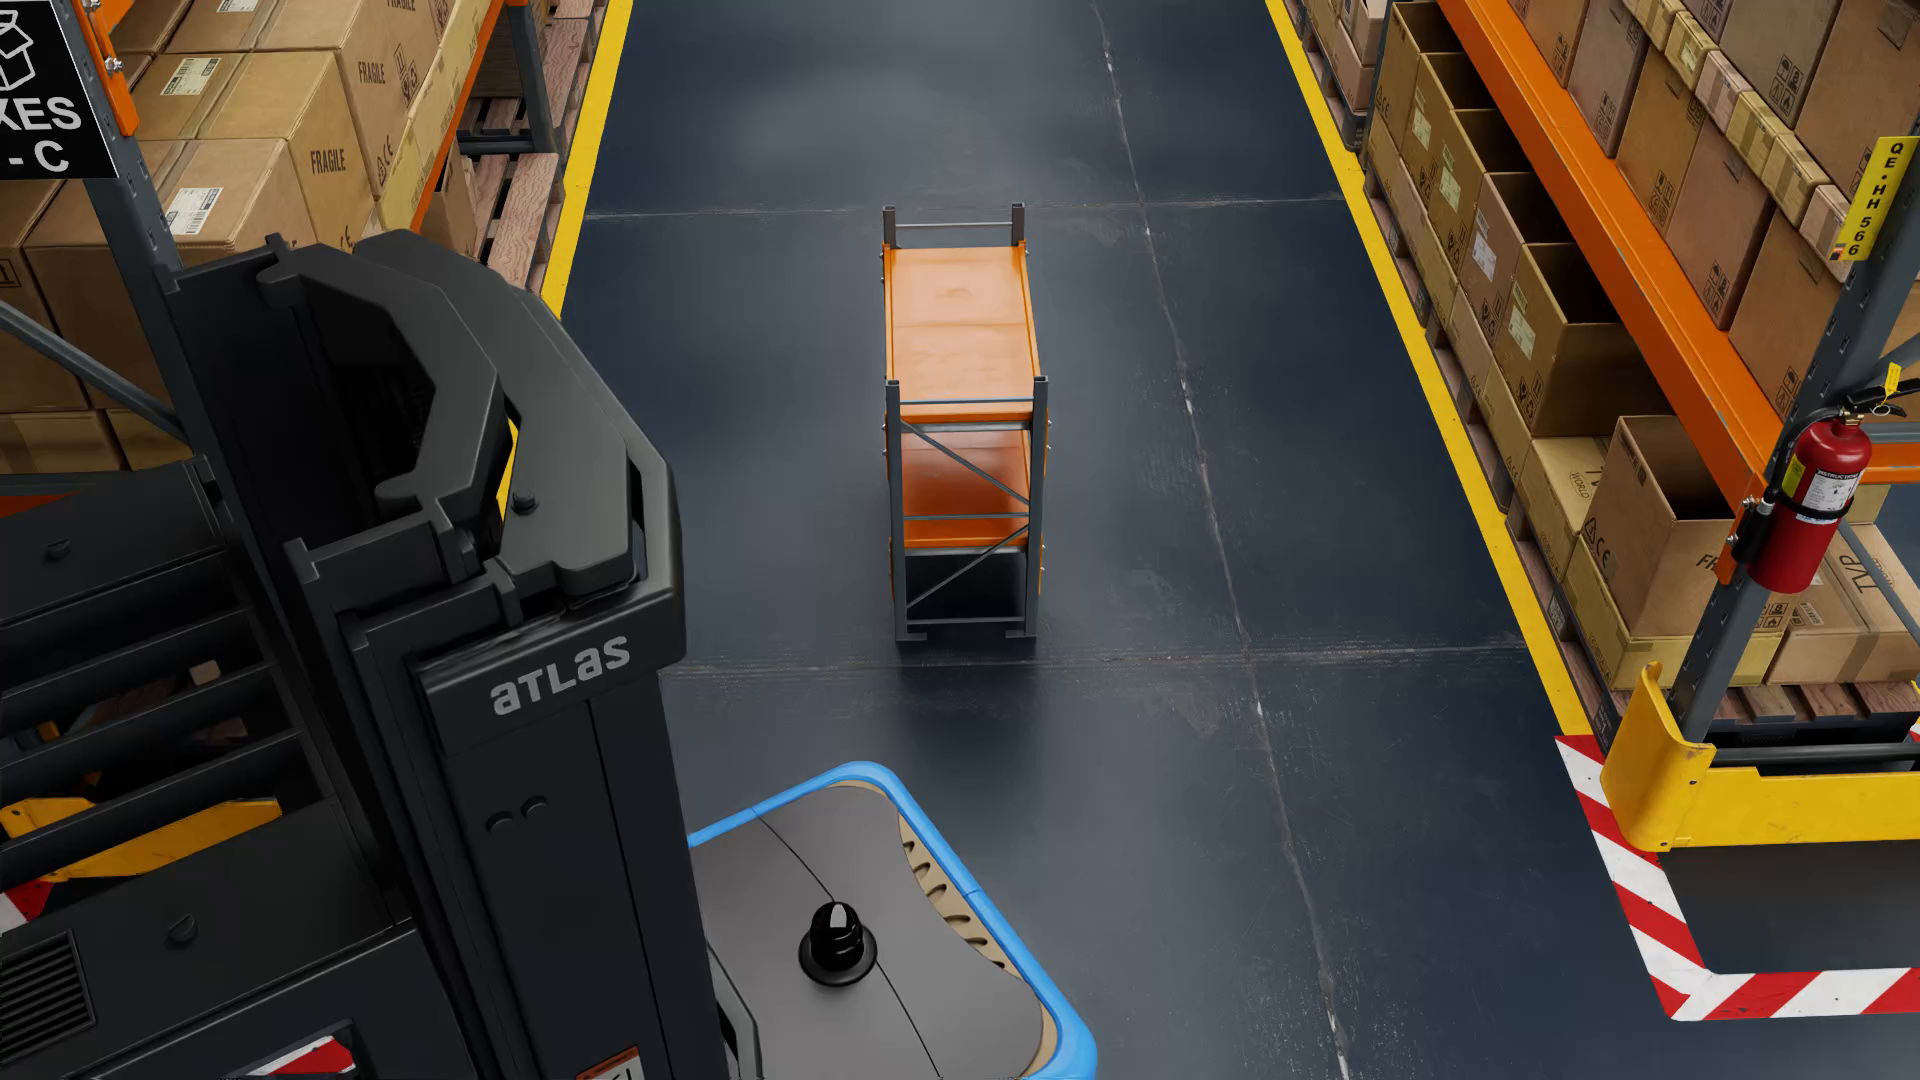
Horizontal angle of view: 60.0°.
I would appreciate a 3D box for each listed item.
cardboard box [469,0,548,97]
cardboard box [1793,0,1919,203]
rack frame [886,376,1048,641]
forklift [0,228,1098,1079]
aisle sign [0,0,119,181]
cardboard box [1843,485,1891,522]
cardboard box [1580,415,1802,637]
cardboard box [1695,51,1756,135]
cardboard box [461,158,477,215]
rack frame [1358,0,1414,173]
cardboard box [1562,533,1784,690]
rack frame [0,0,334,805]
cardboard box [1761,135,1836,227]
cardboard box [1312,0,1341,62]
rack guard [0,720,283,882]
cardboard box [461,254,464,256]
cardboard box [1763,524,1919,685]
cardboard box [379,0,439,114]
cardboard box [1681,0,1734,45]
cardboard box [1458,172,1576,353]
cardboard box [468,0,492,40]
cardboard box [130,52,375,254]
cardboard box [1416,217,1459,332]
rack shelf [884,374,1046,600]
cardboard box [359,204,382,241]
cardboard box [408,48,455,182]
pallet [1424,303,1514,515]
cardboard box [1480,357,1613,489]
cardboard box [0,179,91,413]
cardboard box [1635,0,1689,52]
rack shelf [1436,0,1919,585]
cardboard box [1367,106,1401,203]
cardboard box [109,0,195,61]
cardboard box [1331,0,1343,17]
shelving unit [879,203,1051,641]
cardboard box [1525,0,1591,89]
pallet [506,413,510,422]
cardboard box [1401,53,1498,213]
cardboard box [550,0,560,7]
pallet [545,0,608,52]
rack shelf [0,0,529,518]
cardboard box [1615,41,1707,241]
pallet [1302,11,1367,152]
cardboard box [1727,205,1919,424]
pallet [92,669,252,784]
[{"bbox_3d":[-2.503,-2.573,8.361,0.700,0.500,0.500,0,43,0],"label":"cardboard box"},{"bbox_3d":[2.655,-1.146,4.247,0.700,0.500,0.500,-1,43,-2],"label":"cardboard box"},{"bbox_3d":[0.021,-0.076,5.500,0.500,1.125,0.032,-2,43,-2],"label":"rack frame"},{"bbox_3d":[-1.215,1.033,2.954,3.031,2.935,1.130,-23,47,-23],"label":"forklift"},{"bbox_3d":[-1.982,-1.054,3.256,0.394,0.787,0.004,-2,43,-2],"label":"aisle sign"},{"bbox_3d":[2.840,-0.404,5.640,0.500,0.500,0.500,-2,43,-2],"label":"cardboard box"},{"bbox_3d":[2.344,-0.051,5.255,0.500,0.500,0.500,-2,43,-2],"label":"cardboard box"},{"bbox_3d":[2.426,-1.328,4.925,0.380,0.149,0.250,-1,43,-1],"label":"cardboard box"},{"bbox_3d":[-2.402,-1.593,7.539,0.380,0.166,0.250,-7,43,-7],"label":"cardboard box"},{"bbox_3d":[2.494,-2.980,7.282,1.000,3.000,0.127,-2,43,-2],"label":"rack frame"},{"bbox_3d":[2.346,0.225,5.509,0.500,0.250,0.500,-2,43,-2],"label":"cardboard box"},{"bbox_3d":[-2.285,-0.135,4.178,1.000,3.000,0.127,-2,43,-2],"label":"rack frame"},{"bbox_3d":[2.445,-0.985,4.551,0.380,0.149,0.250,-1,43,-1],"label":"cardboard box"},{"bbox_3d":[2.167,-2.735,8.738,0.500,0.250,0.500,-2,43,-2],"label":"cardboard box"},{"bbox_3d":[-2.288,0.735,5.078,1.175,0.500,0.348,-2,43,-2],"label":"rack guard"},{"bbox_3d":[-2.230,-0.727,6.348,0.700,0.500,0.500,-4,43,-4],"label":"cardboard box"},{"bbox_3d":[2.864,0.210,5.525,0.500,0.250,0.500,-2,43,-2],"label":"cardboard box"},{"bbox_3d":[-2.065,-1.726,5.454,0.500,0.500,0.500,0,43,0],"label":"cardboard box"},{"bbox_3d":[2.605,-1.842,5.005,0.700,0.500,0.500,-1,43,-2],"label":"cardboard box"},{"bbox_3d":[2.267,-1.063,6.359,0.500,0.500,0.500,-2,43,-2],"label":"cardboard box"},{"bbox_3d":[-2.119,-2.140,6.461,0.500,0.250,0.500,-1,43,-2],"label":"cardboard box"},{"bbox_3d":[-2.016,-1.029,4.694,0.500,0.500,0.500,-2,43,-2],"label":"cardboard box"},{"bbox_3d":[2.243,-1.124,6.981,0.500,0.250,0.500,-2,43,-2],"label":"cardboard box"},{"bbox_3d":[0.000,-0.239,6.040,0.538,0.278,1.000,-2,43,-2],"label":"rack shelf"},{"bbox_3d":[-2.025,-0.776,4.973,0.500,0.250,0.500,-3,43,-3],"label":"cardboard box"},{"bbox_3d":[-2.060,-1.462,5.721,0.500,0.250,0.500,-1,43,-1],"label":"cardboard box"},{"bbox_3d":[2.541,-0.589,6.736,1.003,0.211,1.213,-2,43,-2],"label":"pallet"},{"bbox_3d":[2.290,-0.450,6.245,0.500,0.250,0.500,-2,43,-2],"label":"cardboard box"},{"bbox_3d":[-2.517,-0.676,4.309,0.500,0.500,0.500,-2,43,-2],"label":"cardboard box"},{"bbox_3d":[2.401,-1.683,5.312,0.380,0.149,0.250,-1,43,-1],"label":"cardboard box"},{"bbox_3d":[2.579,-1.365,6.052,1.077,0.370,4.000,-2,43,-2],"label":"rack shelf"},{"bbox_3d":[2.211,-1.800,7.718,0.500,0.250,0.500,-2,43,-2],"label":"cardboard box"},{"bbox_3d":[-2.555,-1.365,5.061,0.500,0.500,0.500,-3,43,-3],"label":"cardboard box"},{"bbox_3d":[2.162,-2.945,8.552,0.500,0.311,0.500,-1,43,-1],"label":"cardboard box"},{"bbox_3d":[0.000,-0.419,5.875,0.538,1.125,1.048,-2,43,-2],"label":"shelving unit"},{"bbox_3d":[2.566,-2.023,6.163,0.700,0.500,0.500,-1,43,-1],"label":"cardboard box"},{"bbox_3d":[-2.336,-0.530,6.672,1.003,0.211,1.213,-2,43,-2],"label":"pallet"},{"bbox_3d":[2.230,-1.739,7.096,0.500,0.500,0.500,-2,43,-2],"label":"cardboard box"},{"bbox_3d":[-2.556,-3.266,9.117,0.700,0.500,0.500,-1,43,-1],"label":"cardboard box"},{"bbox_3d":[-2.544,-3.159,9.540,1.003,0.211,1.213,-2,43,-2],"label":"pallet"},{"bbox_3d":[-2.370,-1.220,5.894,1.077,0.370,4.000,-2,43,-2],"label":"rack shelf"},{"bbox_3d":[2.615,-1.322,5.399,0.700,0.500,0.500,-1,43,-2],"label":"cardboard box"},{"bbox_3d":[2.424,-2.449,8.765,1.003,0.211,1.213,-2,43,-2],"label":"pallet"},{"bbox_3d":[2.657,-0.632,4.646,0.700,0.500,0.500,-2,43,-2],"label":"cardboard box"},{"bbox_3d":[-2.287,0.292,5.775,1.003,0.211,1.213,-2,43,-2],"label":"pallet"}]
